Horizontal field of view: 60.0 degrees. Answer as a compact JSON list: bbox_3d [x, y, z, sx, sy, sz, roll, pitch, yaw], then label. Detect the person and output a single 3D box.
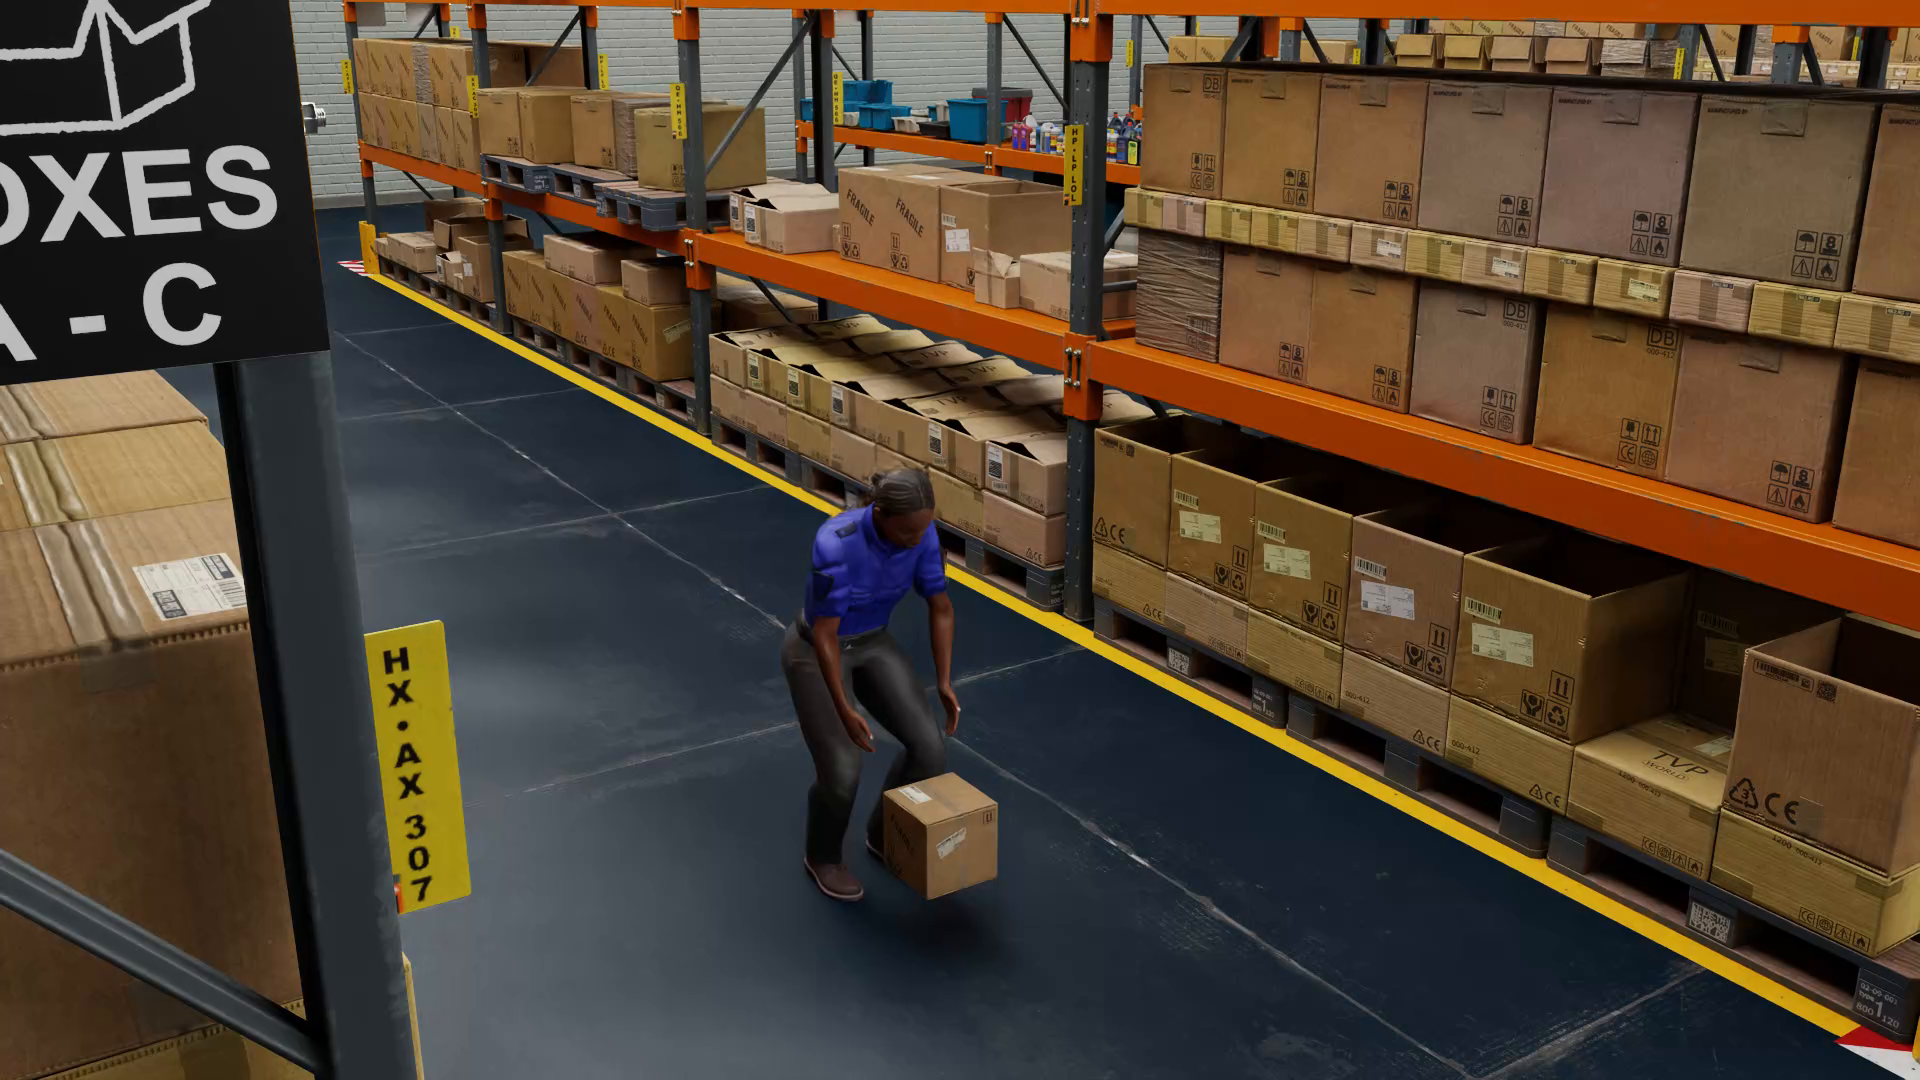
[{"bbox_3d":[-0.245,0.426,5.175,0.494,1.417,0.499,-11,21,-31],"label":"person"}]
